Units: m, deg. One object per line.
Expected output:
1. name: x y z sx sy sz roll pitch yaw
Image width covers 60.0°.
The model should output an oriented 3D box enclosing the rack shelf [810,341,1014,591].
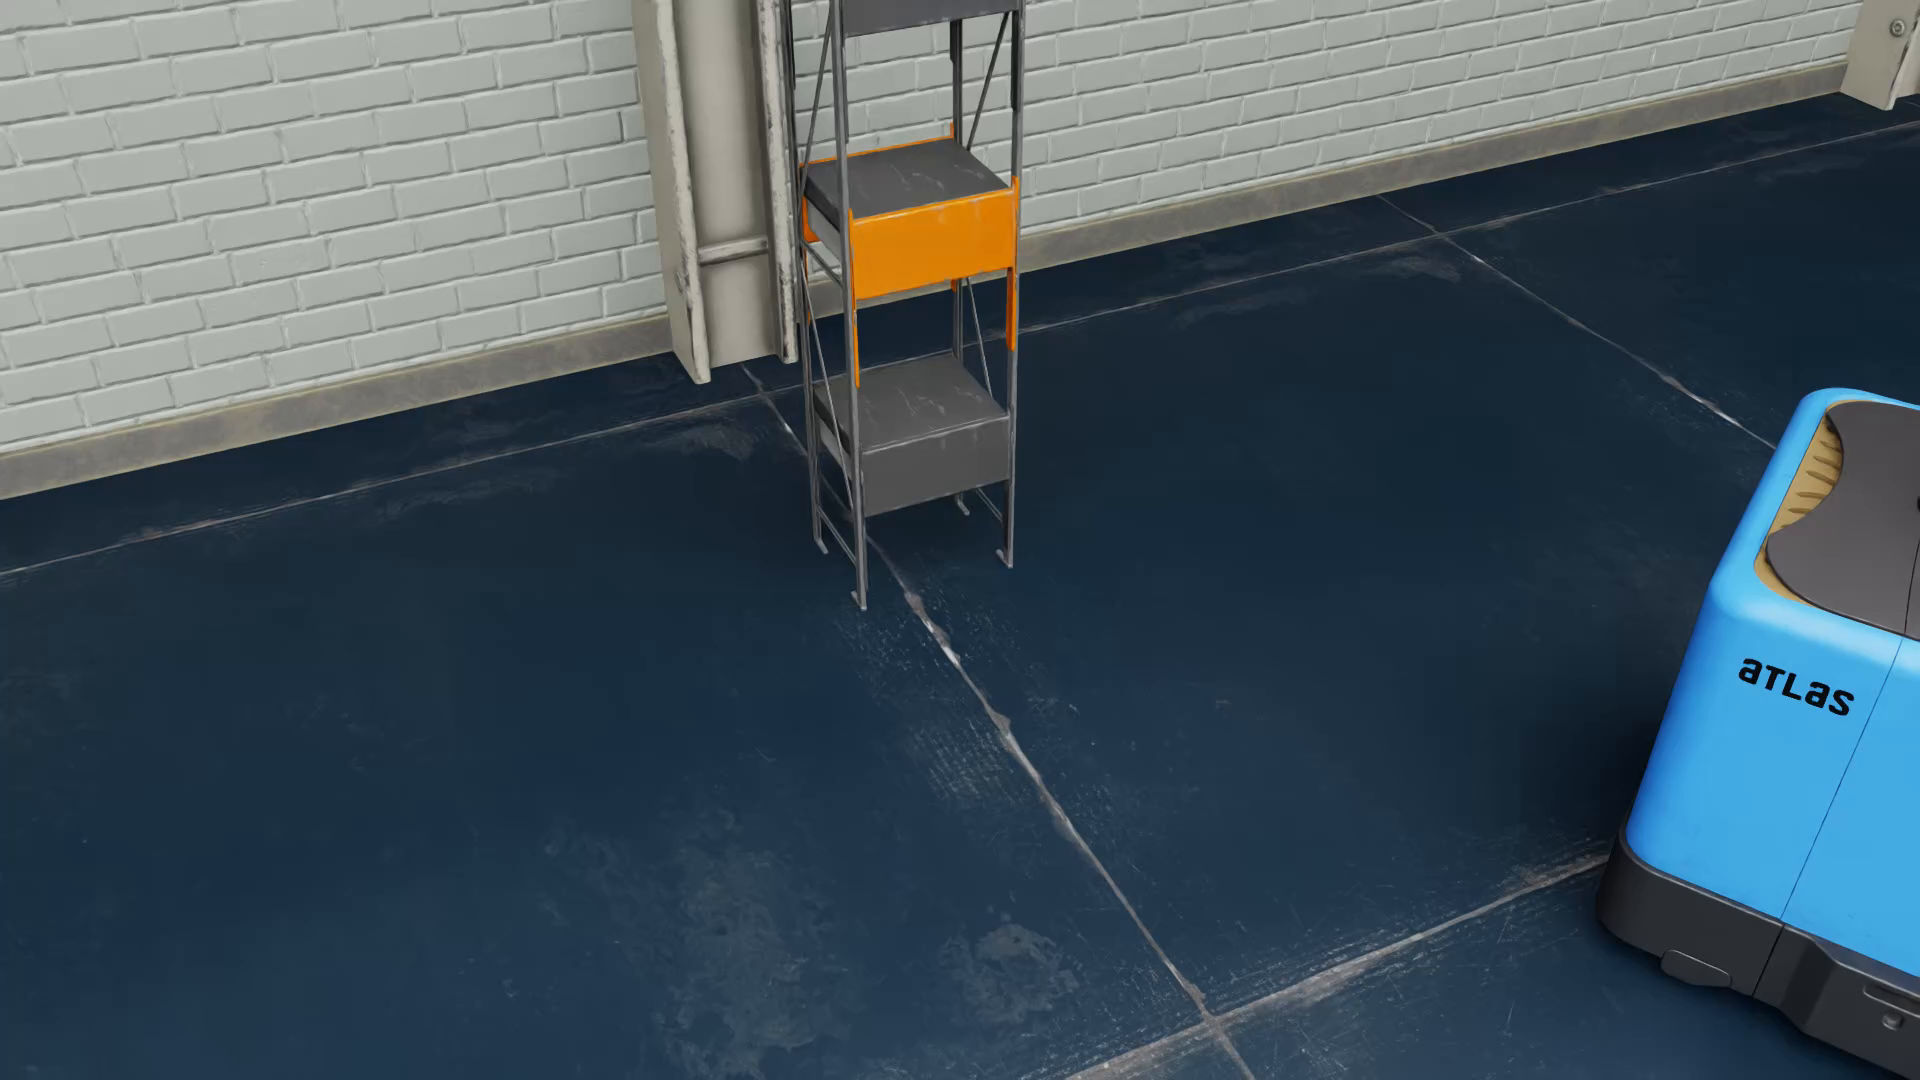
1. rack shelf: -0.150 -0.228 4.993 0.480 0.518 0.431 -16 39 -20

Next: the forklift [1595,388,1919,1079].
1. forklift: 3.017 0.026 2.754 3.031 2.935 1.130 22 42 27

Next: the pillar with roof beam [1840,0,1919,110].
1. pillar with roof beam: 6.423 -3.505 2.422 0.400 9.000 9.100 -16 39 -20

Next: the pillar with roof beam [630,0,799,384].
1. pillar with roof beam: 0.991 -1.986 0.374 0.400 9.000 9.100 -16 39 -20

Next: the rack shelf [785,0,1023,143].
1. rack shelf: -0.150 -1.353 4.159 0.480 0.518 0.431 -16 39 -20

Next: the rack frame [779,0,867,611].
1. rack frame: -0.371 -0.740 4.485 0.015 2.100 0.400 -16 39 -20

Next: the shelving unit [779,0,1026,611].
1. shelving unit: -0.150 -0.801 4.568 0.503 2.100 0.431 -16 39 -20

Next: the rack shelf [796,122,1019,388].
1. rack shelf: -0.150 -0.790 4.576 0.480 0.518 0.431 -16 39 -20

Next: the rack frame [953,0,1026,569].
1. rack frame: 0.071 -0.863 4.651 0.015 2.100 0.400 -16 39 -20
